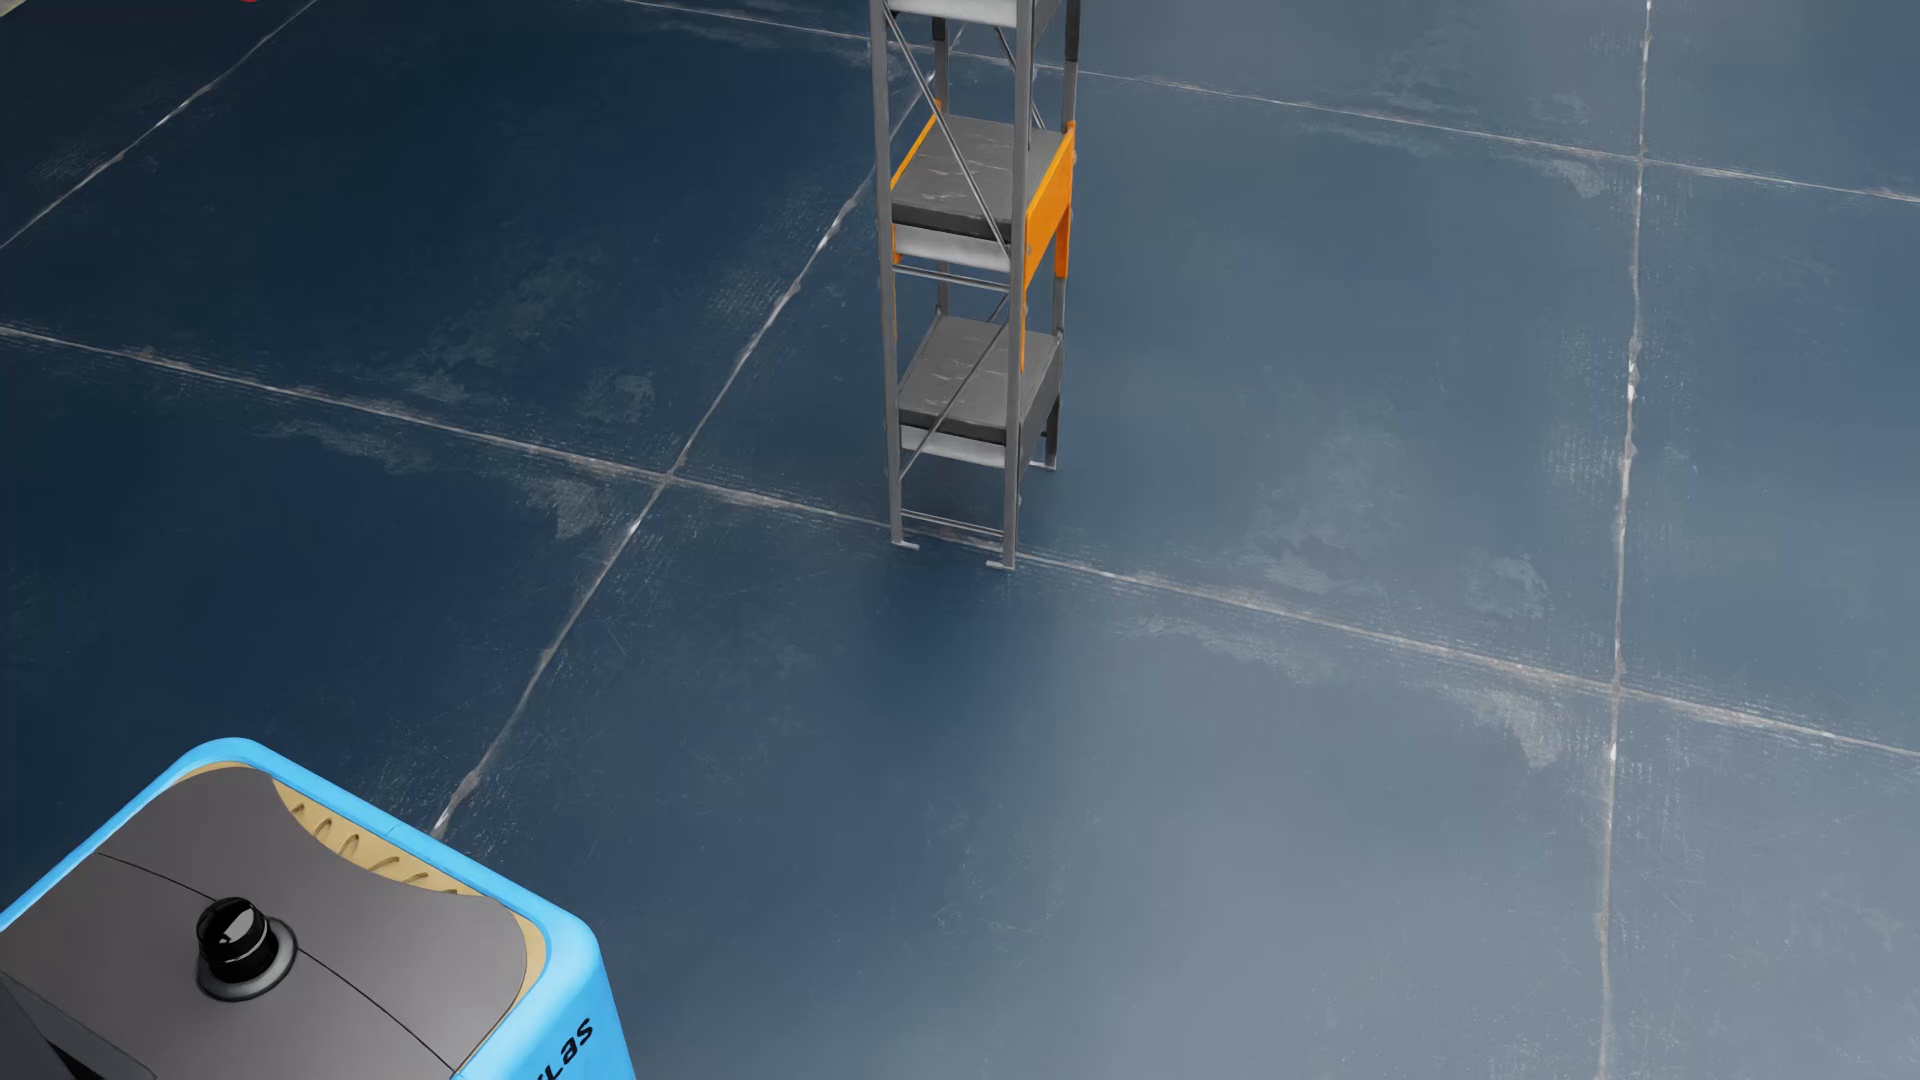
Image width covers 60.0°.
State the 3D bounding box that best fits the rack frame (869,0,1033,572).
[{"bbox_3d":[-0.024,-0.698,4.462,0.400,2.100,0.015,13,46,12],"label":"rack frame"}]

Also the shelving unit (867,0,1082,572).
[{"bbox_3d":[0.050,-0.861,4.628,0.431,2.100,0.503,13,46,12],"label":"shelving unit"}]

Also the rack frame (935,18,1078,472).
[{"bbox_3d":[0.124,-1.023,4.795,0.400,2.100,0.015,13,46,12],"label":"rack frame"}]

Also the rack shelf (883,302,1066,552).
[{"bbox_3d":[0.050,-0.351,5.128,0.431,0.518,0.480,13,46,12],"label":"rack shelf"}]

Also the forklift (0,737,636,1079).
[{"bbox_3d":[-1.807,1.155,1.975,1.130,2.935,3.031,22,48,21],"label":"forklift"}]

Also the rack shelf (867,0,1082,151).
[{"bbox_3d":[0.050,-1.351,4.148,0.431,0.518,0.480,13,46,12],"label":"rack shelf"}]

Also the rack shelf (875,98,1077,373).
[{"bbox_3d":[0.050,-0.851,4.638,0.431,0.518,0.480,13,46,12],"label":"rack shelf"}]
